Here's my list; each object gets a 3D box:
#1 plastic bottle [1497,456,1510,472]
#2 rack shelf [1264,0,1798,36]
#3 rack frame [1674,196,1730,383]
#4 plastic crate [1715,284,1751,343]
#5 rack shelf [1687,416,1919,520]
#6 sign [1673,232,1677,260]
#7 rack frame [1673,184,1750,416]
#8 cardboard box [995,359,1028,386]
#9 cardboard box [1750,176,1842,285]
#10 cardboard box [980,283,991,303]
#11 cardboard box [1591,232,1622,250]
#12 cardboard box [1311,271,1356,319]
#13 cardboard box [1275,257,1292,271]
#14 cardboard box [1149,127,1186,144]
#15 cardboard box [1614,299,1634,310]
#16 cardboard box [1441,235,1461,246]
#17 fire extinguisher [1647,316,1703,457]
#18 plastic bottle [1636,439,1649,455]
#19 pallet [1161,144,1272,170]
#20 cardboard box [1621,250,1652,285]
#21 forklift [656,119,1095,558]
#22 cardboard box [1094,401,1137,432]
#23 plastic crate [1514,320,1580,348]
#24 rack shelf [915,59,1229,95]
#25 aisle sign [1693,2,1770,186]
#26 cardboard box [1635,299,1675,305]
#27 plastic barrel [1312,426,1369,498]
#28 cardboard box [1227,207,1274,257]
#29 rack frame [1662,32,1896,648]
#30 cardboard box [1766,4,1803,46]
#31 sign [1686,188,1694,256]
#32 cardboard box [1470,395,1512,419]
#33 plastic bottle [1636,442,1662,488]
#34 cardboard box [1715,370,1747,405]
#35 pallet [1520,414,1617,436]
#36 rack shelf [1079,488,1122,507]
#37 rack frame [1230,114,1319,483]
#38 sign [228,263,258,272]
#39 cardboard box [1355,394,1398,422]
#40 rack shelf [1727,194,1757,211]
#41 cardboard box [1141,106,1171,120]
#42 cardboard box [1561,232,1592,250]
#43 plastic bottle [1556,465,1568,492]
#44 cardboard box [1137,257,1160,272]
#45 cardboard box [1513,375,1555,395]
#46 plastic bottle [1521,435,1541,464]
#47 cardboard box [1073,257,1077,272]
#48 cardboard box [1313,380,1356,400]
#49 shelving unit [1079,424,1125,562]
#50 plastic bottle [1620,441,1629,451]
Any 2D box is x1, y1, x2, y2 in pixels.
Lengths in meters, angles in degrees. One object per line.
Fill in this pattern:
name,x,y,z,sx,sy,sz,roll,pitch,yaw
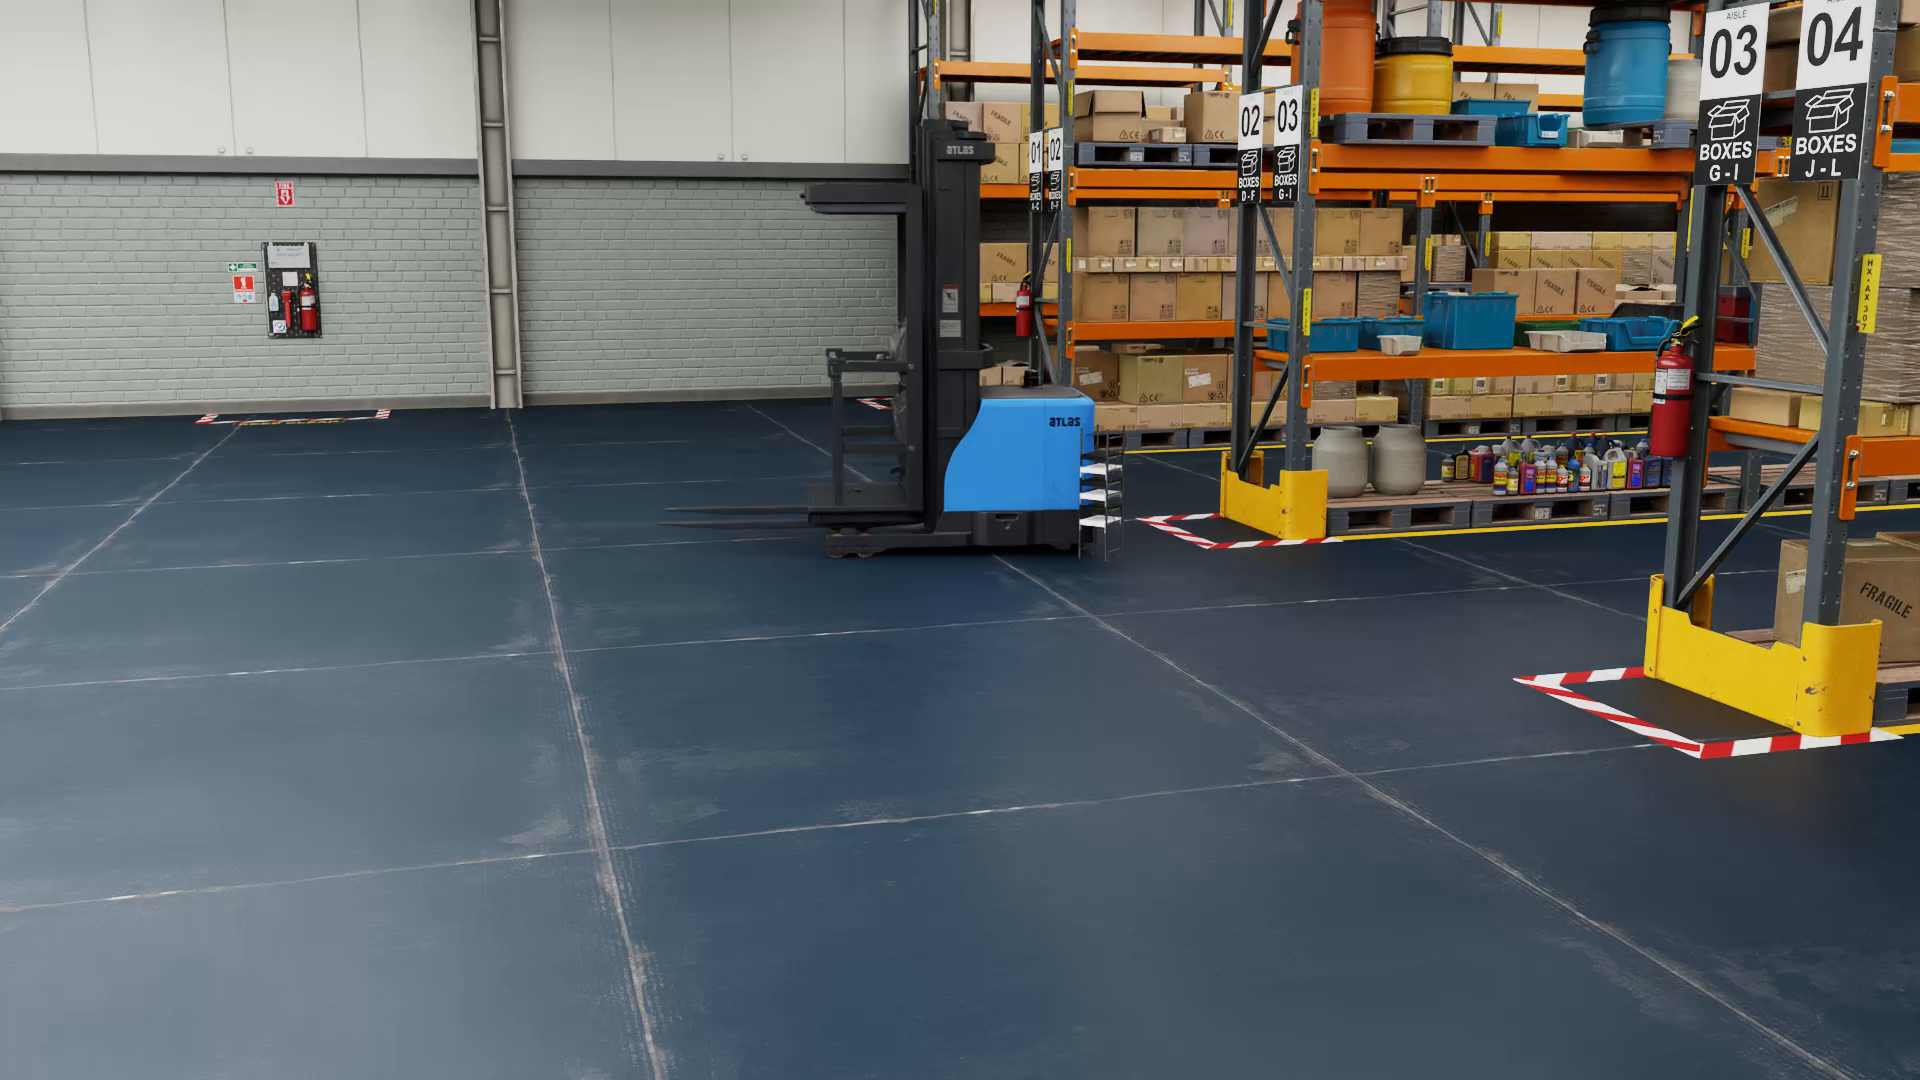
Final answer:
plastic bottle,4.376,-0.574,13.393,0.097,0.201,0.097,0,10,0
rack shelf,4.220,-4.071,12.400,4.000,0.370,1.077,-3,11,-16
rack frame,11.053,-3.900,24.945,0.127,3.000,1.000,-3,11,-16
plastic crate,6.520,-1.882,13.807,0.583,0.464,0.402,-3,11,-16
rack shelf,5.605,-0.457,8.230,4.000,0.370,1.077,-3,11,-16
sign,8.439,-3.461,19.581,0.005,0.325,0.100,-3,11,-16
rack frame,8.600,-2.836,19.169,0.127,3.000,1.000,-3,11,-16
cardboard box,0.768,-2.235,22.112,0.500,0.311,0.500,-2,11,-11
cardboard box,4.143,-1.467,7.873,0.500,0.500,0.500,-3,11,-16
cardboard box,0.088,-3.198,21.493,0.500,0.250,0.500,-3,11,-18
cardboard box,9.203,-4.330,24.057,0.500,0.250,0.500,-3,11,-17
cardboard box,3.831,-2.632,17.781,0.500,0.500,0.700,-3,11,-17
cardboard box,3.339,-2.887,17.377,0.250,0.149,0.380,-3,11,-14
cardboard box,2.098,-4.088,16.827,0.250,0.149,0.380,-3,11,-16
cardboard box,7.392,-2.639,18.788,0.250,0.149,0.380,-2,11,-12
cardboard box,6.889,-4.259,23.615,0.250,0.149,0.380,-5,11,-23
fire extinguisher,3.446,-0.746,8.025,0.183,0.674,0.296,-3,11,-16
plastic bottle,5.712,-0.707,13.925,0.097,0.271,0.097,0,10,0
pallet,2.779,-3.957,17.215,1.213,0.211,1.003,-3,11,-16
cardboard box,9.708,-3.986,24.263,0.500,0.500,0.500,-3,11,-16
forklift,-0.607,-1.417,11.649,3.031,2.935,1.130,-1,10,-5
cardboard box,1.496,-1.274,17.118,0.500,0.250,0.500,-3,11,-16
plastic crate,4.758,-1.649,13.304,0.662,0.188,0.450,-3,11,-16
rack shelf,1.451,-5.989,21.719,4.000,0.370,1.077,-3,11,-16
aisle sign,3.541,-2.037,7.645,0.004,0.787,0.394,-3,11,-16
cardboard box,7.814,-2.619,18.684,0.250,0.149,0.380,-3,11,-16
plastic barrel,2.910,-0.600,12.732,0.421,0.512,0.421,0,10,0
cardboard box,2.890,-3.221,17.401,0.500,0.500,0.700,-3,11,-16
rack frame,3.684,-0.709,7.615,0.127,3.000,1.000,-3,11,-16
cardboard box,3.864,-2.375,7.692,0.250,0.149,0.380,-3,11,-16
sign,3.548,-1.532,8.011,0.005,0.325,0.100,-3,11,-16
cardboard box,5.707,-1.491,18.297,0.500,0.250,0.500,-3,11,-15
plastic bottle,5.418,-0.594,13.089,0.185,0.351,0.144,-4,11,-19
cardboard box,9.117,-1.797,19.211,0.500,0.500,0.500,-3,11,-14
pallet,6.630,-1.369,18.900,1.213,0.211,1.003,-3,11,-16
rack shelf,0.965,-0.290,11.319,0.200,0.077,0.258,7,13,34
rack frame,2.300,-1.570,12.292,0.127,3.000,1.000,-3,11,-16
sign,-8.736,-3.323,20.250,0.331,0.109,0.001,-3,11,-16
cardboard box,4.375,-1.427,17.947,0.500,0.250,0.500,-3,11,-16
rack shelf,12.973,-5.122,25.288,4.000,0.370,1.077,-3,11,-16
cardboard box,2.440,-5.419,21.818,0.500,0.500,0.500,-2,11,-13
cardboard box,8.715,-4.303,23.911,0.500,0.250,0.500,-3,11,-16
plastic bottle,4.648,-0.475,12.858,0.097,0.201,0.097,0,10,0
cardboard box,1.849,-2.808,16.949,0.250,0.149,0.380,-3,11,-16
cardboard box,6.205,-1.792,18.384,0.500,0.311,0.500,-3,11,-18
plastic bottle,4.660,-0.687,13.592,0.185,0.351,0.144,-3,11,-16
cardboard box,1.233,-2.852,17.187,0.250,0.149,0.380,-3,11,-17
cardboard box,3.892,-1.772,17.752,0.500,0.500,0.500,-3,11,-16
shelving unit,0.965,-0.322,11.313,0.210,0.900,0.258,7,13,34
plastic bottle,5.440,-0.674,13.708,0.133,0.283,0.061,-3,11,-16
